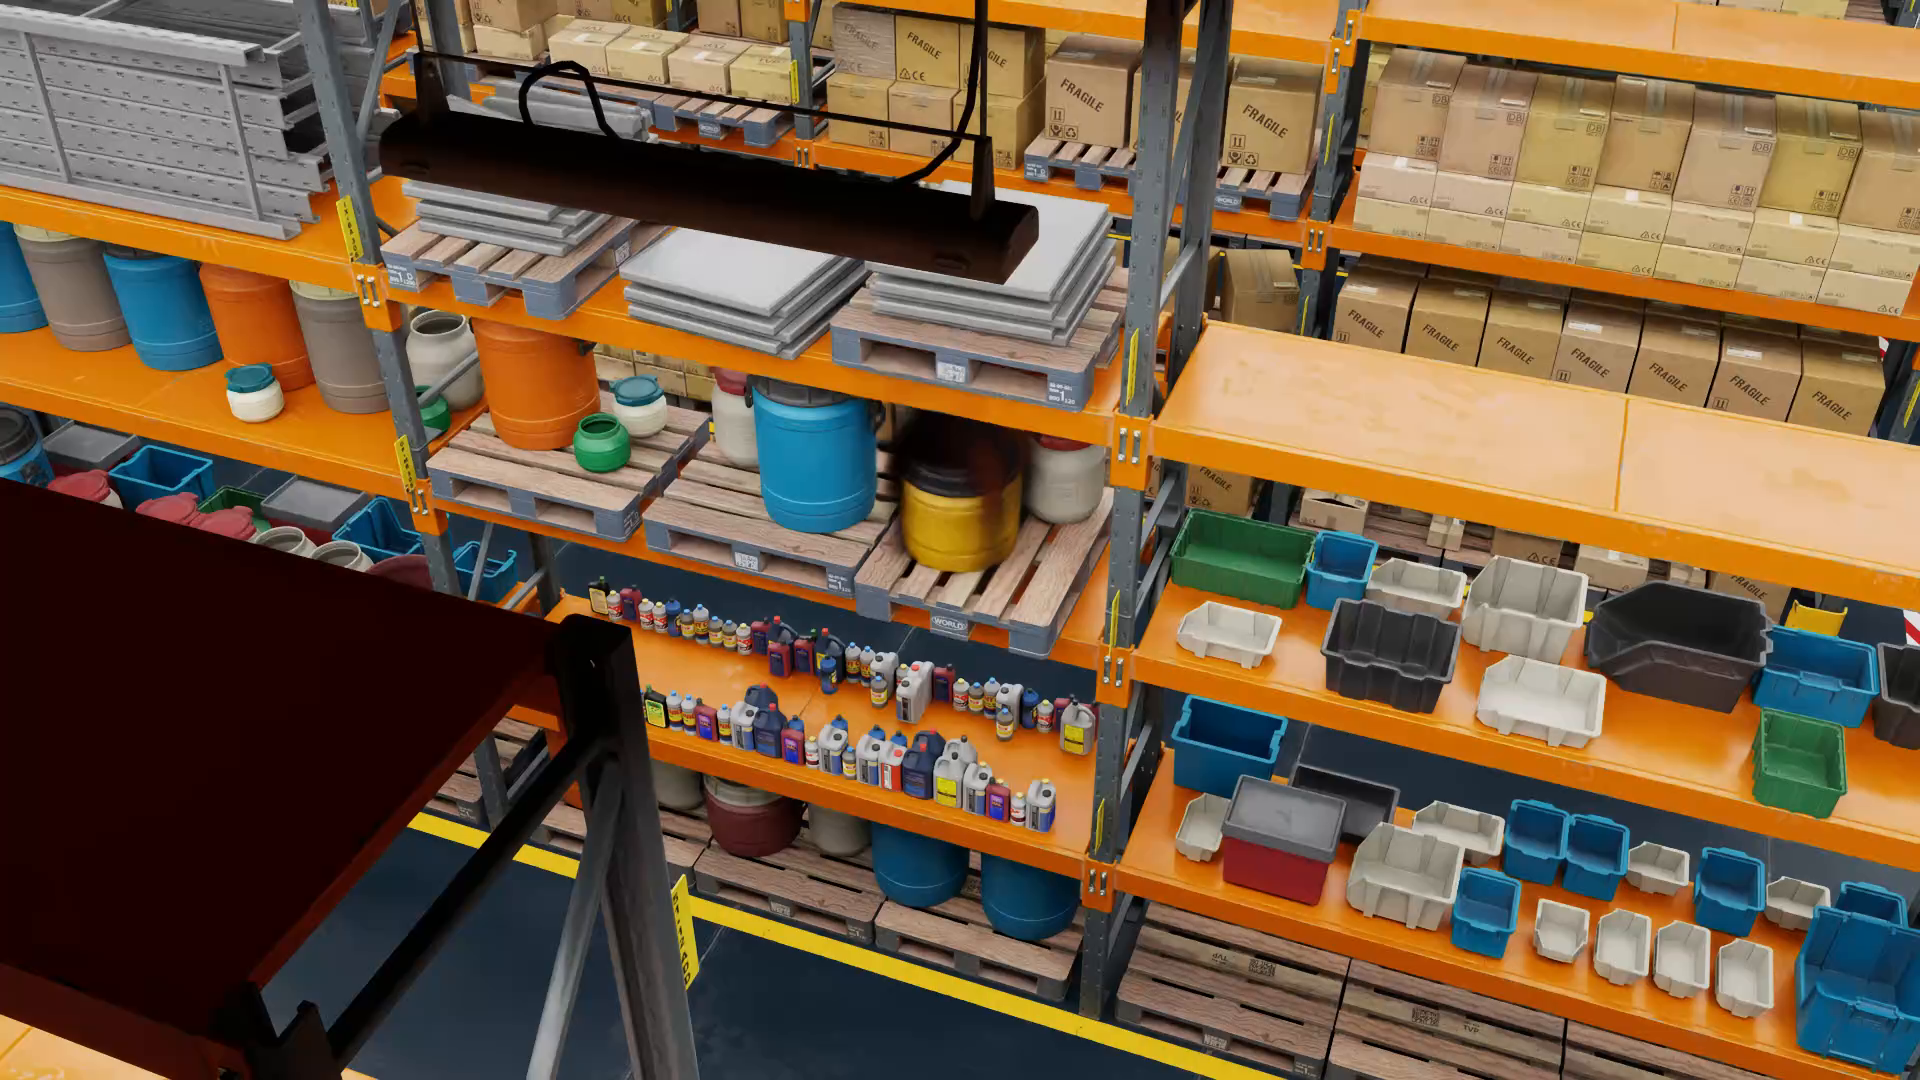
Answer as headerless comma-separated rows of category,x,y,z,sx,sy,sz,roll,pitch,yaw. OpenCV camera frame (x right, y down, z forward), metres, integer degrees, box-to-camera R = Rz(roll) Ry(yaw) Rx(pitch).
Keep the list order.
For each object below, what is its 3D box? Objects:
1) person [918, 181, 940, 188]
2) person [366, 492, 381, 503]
person,-0.133,-3.080,16.053,0.543,1.779,0.521,-20,41,-25
person,-4.480,-0.183,12.283,0.571,1.684,0.400,17,40,21
